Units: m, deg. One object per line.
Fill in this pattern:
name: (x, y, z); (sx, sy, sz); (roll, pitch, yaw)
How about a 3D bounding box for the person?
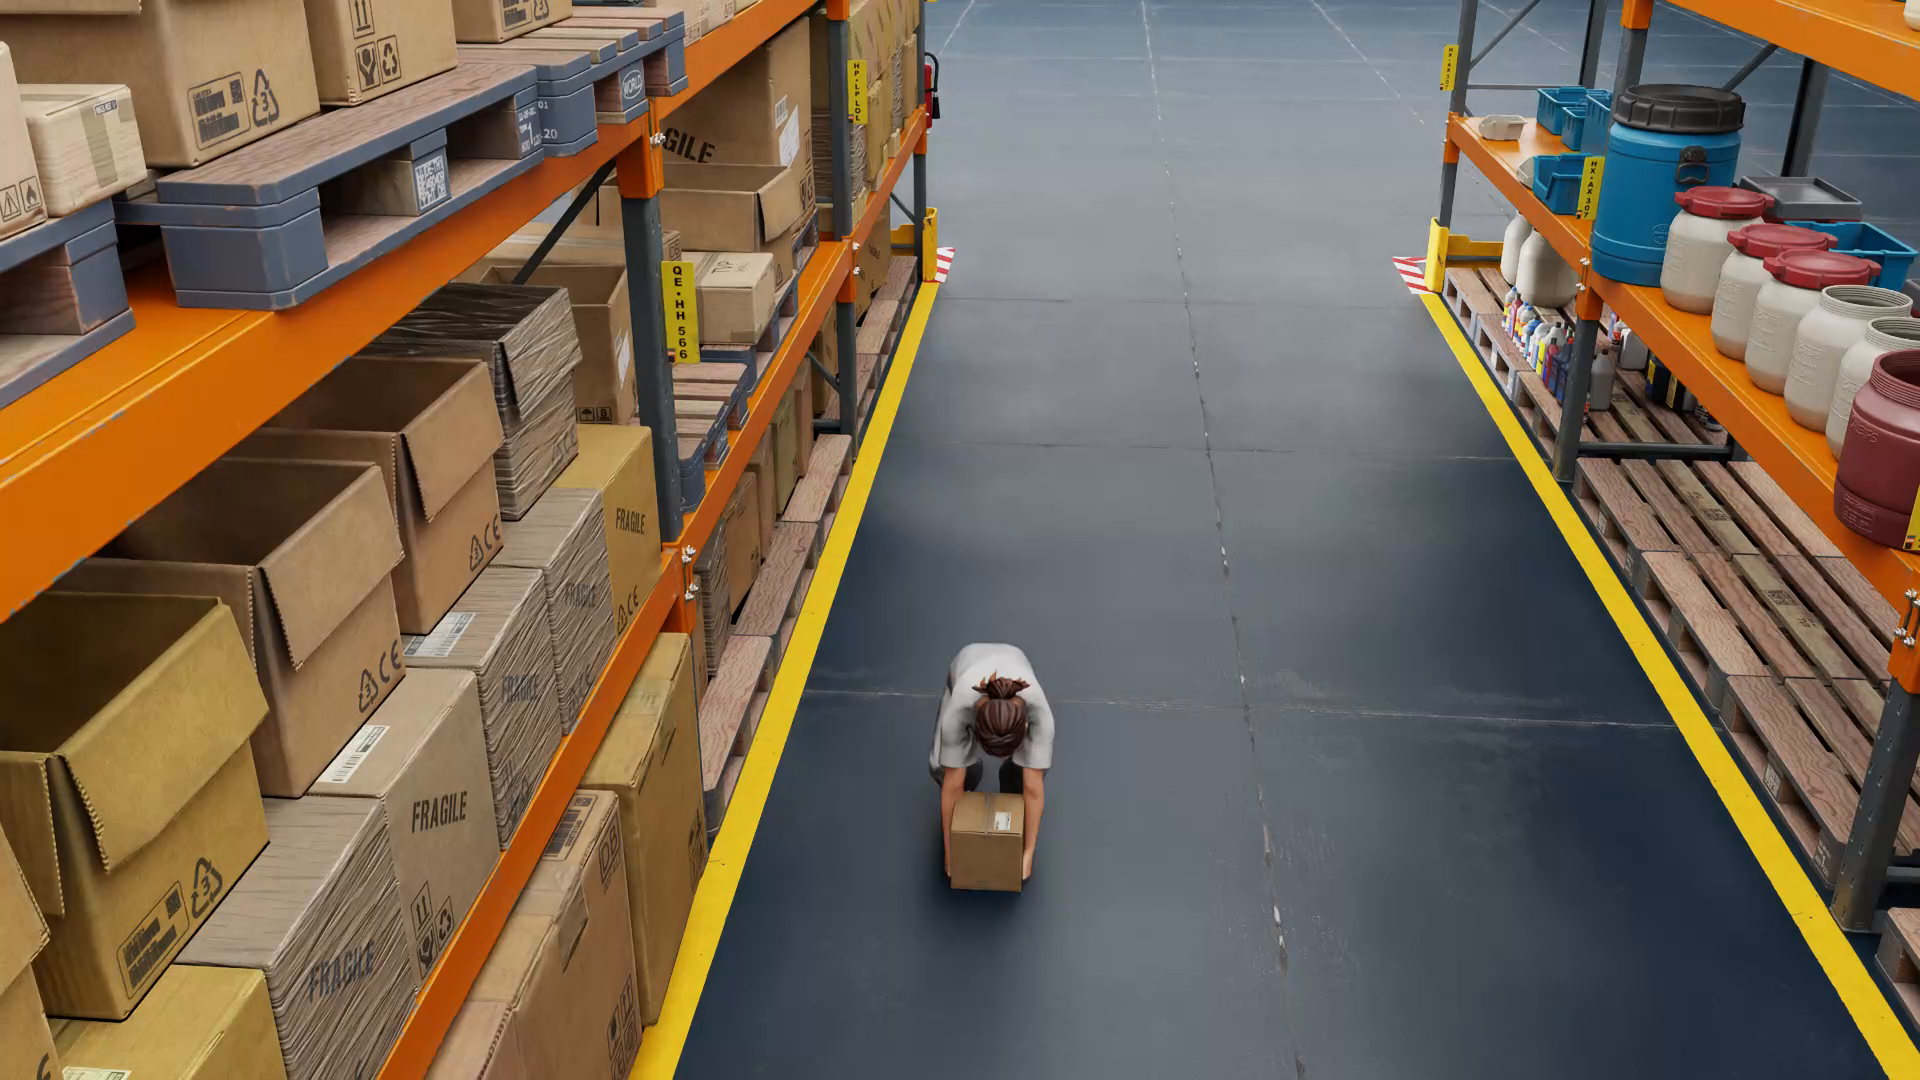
person: (0.119, 0.768, 6.144); (0.455, 0.746, 0.848); (1, 25, 3)
